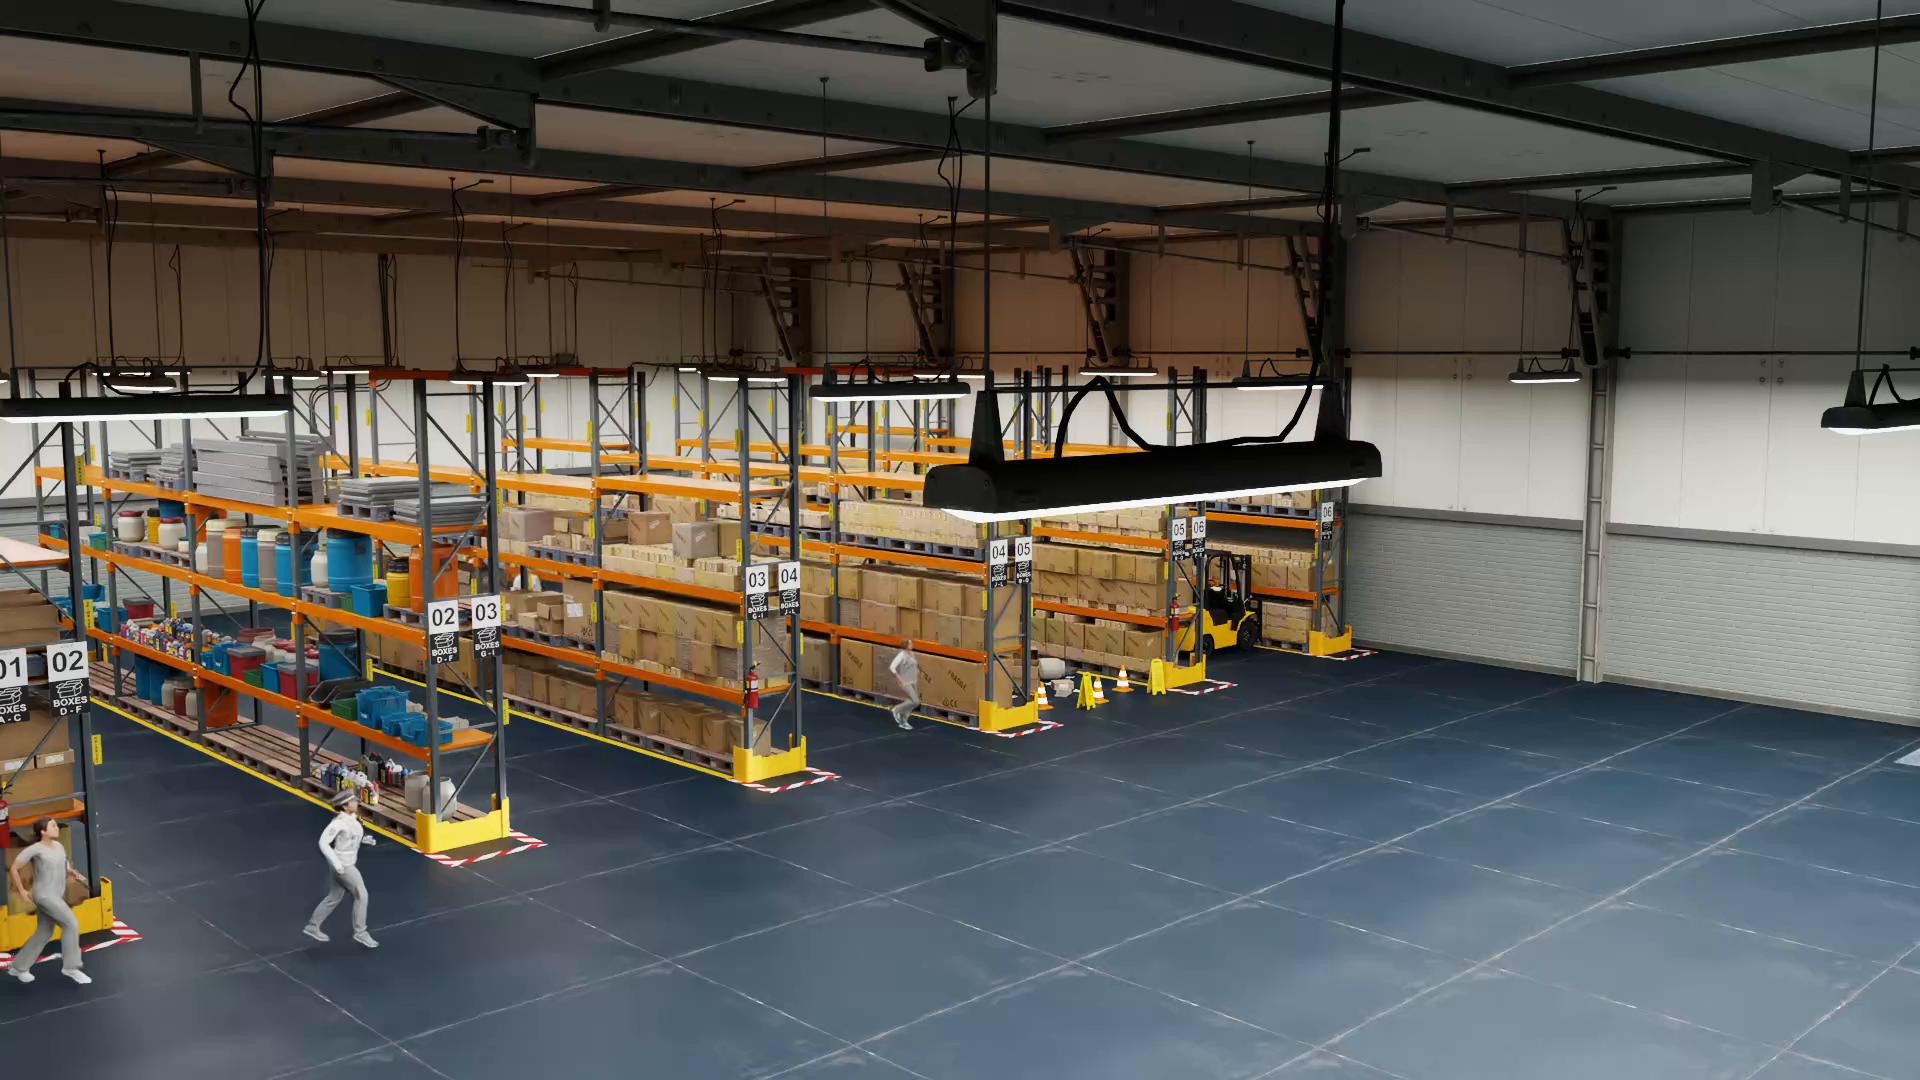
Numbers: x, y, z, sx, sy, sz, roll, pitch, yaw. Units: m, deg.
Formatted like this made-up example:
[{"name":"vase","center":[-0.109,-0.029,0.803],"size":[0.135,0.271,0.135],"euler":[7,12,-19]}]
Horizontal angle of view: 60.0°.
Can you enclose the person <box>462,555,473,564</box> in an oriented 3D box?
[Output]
[{"name":"person","center":[-11.718,0.975,39.799],"size":[0.736,1.742,0.943],"euler":[4,7,30]}]

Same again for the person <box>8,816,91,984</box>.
[{"name":"person","center":[-9.155,3.611,16.774],"size":[0.816,1.665,0.570],"euler":[0,6,-4]}]

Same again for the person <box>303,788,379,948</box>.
[{"name":"person","center":[-6.616,3.495,17.730],"size":[0.757,1.744,0.607],"euler":[-2,7,-16]}]

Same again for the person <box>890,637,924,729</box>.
[{"name":"person","center":[-0.847,2.414,27.918],"size":[0.510,1.558,0.530],"euler":[4,7,30]}]

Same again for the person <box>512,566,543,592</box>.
[{"name":"person","center":[-9.409,1.391,36.203],"size":[0.712,1.759,0.744],"euler":[-6,9,-43]}]
